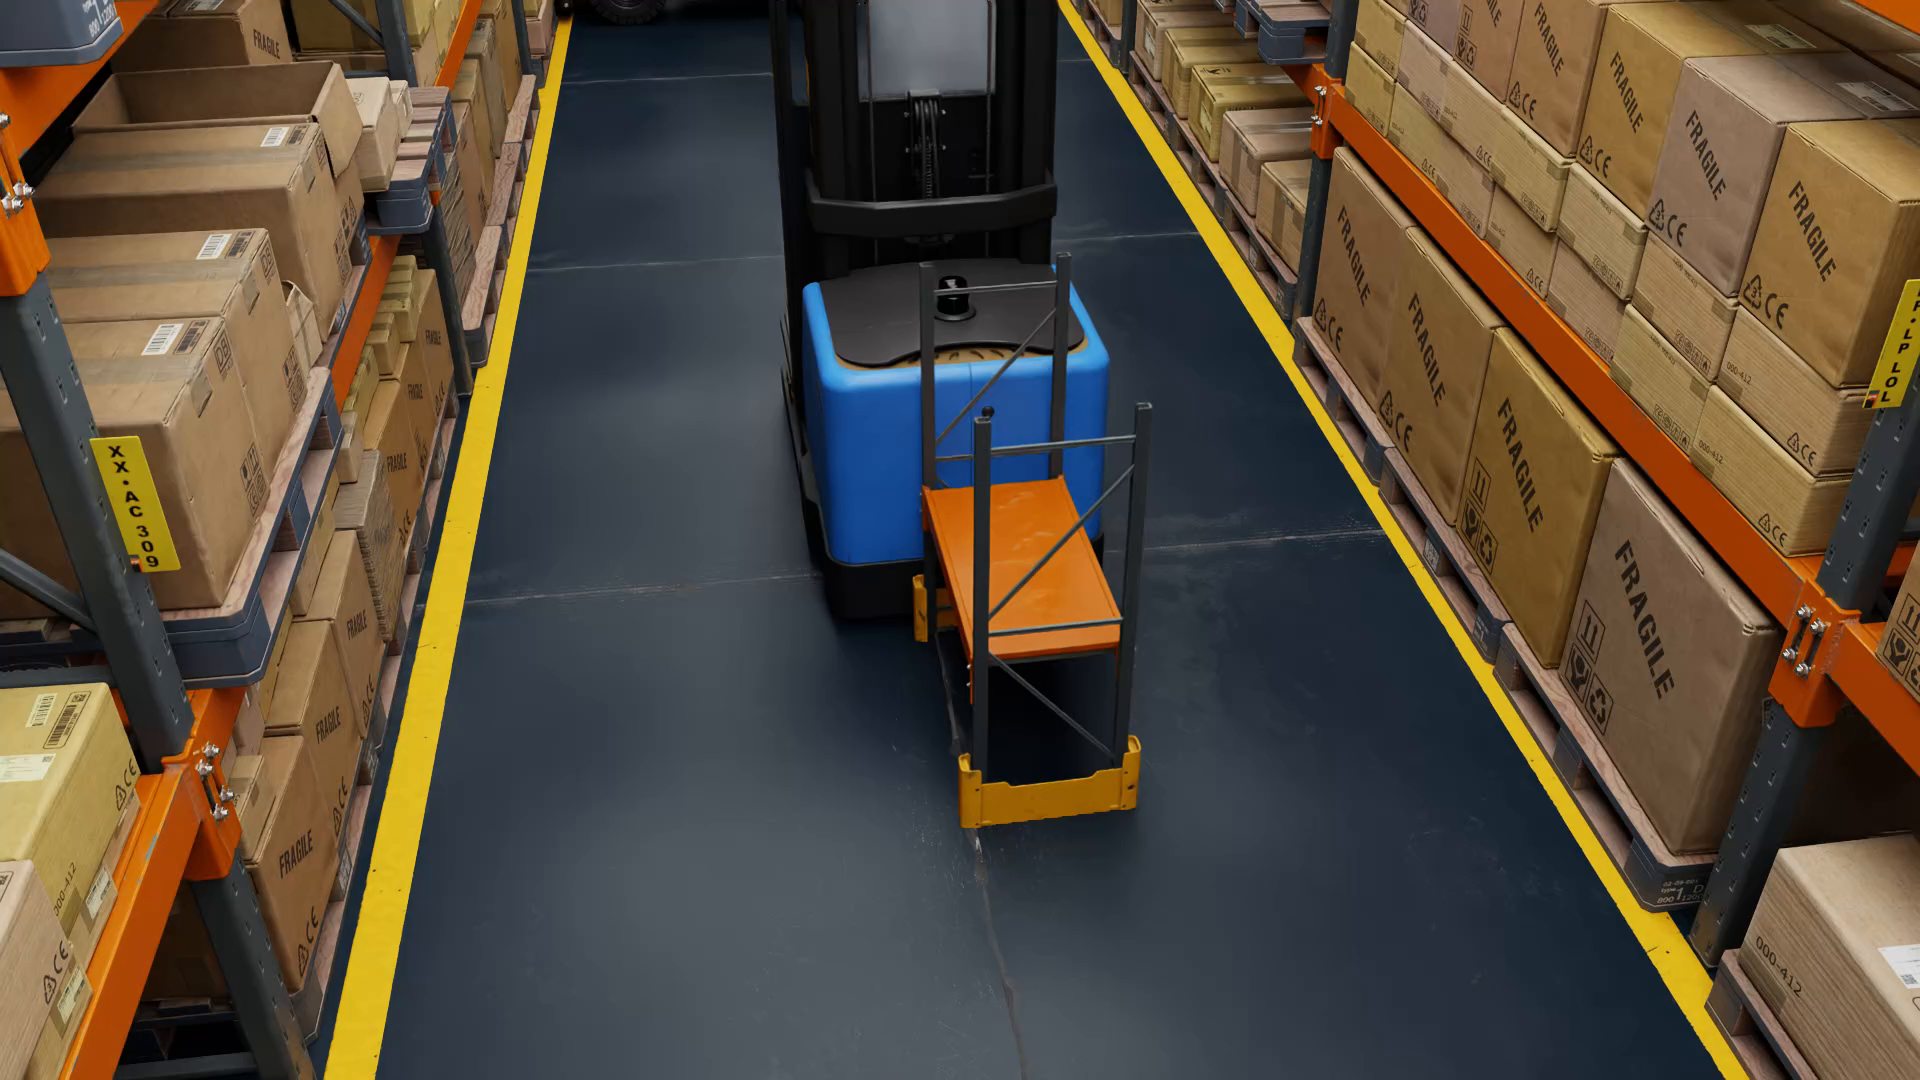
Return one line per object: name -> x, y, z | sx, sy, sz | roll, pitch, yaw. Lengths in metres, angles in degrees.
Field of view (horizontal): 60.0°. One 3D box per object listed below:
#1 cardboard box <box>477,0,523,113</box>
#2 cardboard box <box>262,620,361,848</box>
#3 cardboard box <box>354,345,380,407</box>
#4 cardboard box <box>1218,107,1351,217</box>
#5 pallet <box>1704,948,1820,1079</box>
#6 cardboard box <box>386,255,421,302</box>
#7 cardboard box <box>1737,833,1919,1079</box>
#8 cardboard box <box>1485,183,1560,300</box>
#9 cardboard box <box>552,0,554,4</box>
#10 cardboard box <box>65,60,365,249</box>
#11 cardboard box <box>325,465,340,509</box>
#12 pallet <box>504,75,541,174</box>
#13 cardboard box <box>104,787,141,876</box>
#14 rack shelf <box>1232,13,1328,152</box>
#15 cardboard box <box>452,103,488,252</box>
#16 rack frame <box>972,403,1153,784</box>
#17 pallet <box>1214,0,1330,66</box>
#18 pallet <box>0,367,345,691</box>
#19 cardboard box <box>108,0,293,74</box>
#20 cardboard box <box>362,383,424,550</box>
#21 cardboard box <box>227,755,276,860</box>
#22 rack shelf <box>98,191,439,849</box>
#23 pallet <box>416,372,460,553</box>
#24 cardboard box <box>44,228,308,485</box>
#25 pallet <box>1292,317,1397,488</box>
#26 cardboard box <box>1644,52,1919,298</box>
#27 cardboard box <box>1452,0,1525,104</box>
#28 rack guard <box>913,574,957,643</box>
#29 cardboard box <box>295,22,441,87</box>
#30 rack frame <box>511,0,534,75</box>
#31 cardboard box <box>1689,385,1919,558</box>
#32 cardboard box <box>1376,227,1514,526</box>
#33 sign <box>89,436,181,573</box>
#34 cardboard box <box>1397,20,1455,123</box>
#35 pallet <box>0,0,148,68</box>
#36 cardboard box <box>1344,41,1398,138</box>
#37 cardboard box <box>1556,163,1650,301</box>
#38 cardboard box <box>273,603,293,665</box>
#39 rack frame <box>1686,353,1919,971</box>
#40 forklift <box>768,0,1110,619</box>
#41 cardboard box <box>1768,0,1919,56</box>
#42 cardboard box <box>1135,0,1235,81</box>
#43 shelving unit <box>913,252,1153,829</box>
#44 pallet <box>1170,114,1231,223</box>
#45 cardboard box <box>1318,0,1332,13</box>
cardboard box -> -3.229, -3.033, 10.272 | 0.875, 0.625, 0.625 | -3, 34, -4
cardboard box -> -2.158, 0.610, 5.039 | 0.500, 0.500, 0.500 | -5, 35, -7
cardboard box -> -2.405, -0.600, 6.237 | 0.380, 0.149, 0.250 | -3, 34, -5
cardboard box -> 1.973, -2.091, 9.116 | 0.950, 0.372, 0.625 | -5, 35, -7
pallet -> 2.709, 1.538, 4.306 | 1.003, 0.211, 1.213 | -4, 35, -6
cardboard box -> -2.455, -1.051, 6.899 | 0.380, 0.149, 0.250 | -6, 35, -9
cardboard box -> 2.662, 1.199, 4.229 | 0.875, 0.438, 0.875 | -5, 35, -7
cardboard box -> 2.184, -1.069, 5.788 | 0.500, 0.250, 0.500 | -4, 35, -6
cardboard box -> -3.215, -4.031, 12.070 | 0.500, 0.250, 0.500 | -4, 34, -6
cardboard box -> -2.369, -1.218, 5.409 | 0.797, 0.503, 0.637 | -5, 35, -7
cardboard box -> -2.322, -0.168, 5.603 | 0.380, 0.149, 0.250 | -4, 35, -6
pallet -> -3.172, -2.570, 10.334 | 1.003, 0.211, 1.213 | -4, 35, -6
cardboard box -> -1.941, 0.596, 3.435 | 0.380, 0.149, 0.250 | -4, 34, -6
rack shelf -> 1.877, -3.095, 9.267 | 1.077, 0.370, 4.000 | -4, 35, -6
cardboard box -> -2.938, -1.804, 8.469 | 0.875, 0.625, 0.625 | -3, 34, -5
rack frame -> 0.288, 0.267, 5.026 | 0.500, 1.500, 0.032 | -6, 35, -8
pallet -> 1.945, -2.587, 8.053 | 1.213, 0.211, 1.003 | -4, 35, -6
pallet -> -2.233, -0.041, 4.317 | 1.003, 0.211, 1.213 | -4, 35, -6
cardboard box -> -2.858, -1.814, 6.287 | 0.500, 0.500, 0.500 | -3, 34, -4
cardboard box -> -2.372, -0.248, 6.296 | 0.500, 0.500, 0.500 | -3, 34, -4
cardboard box -> -2.019, 0.705, 4.323 | 0.380, 0.149, 0.250 | -3, 34, -4
rack shelf -> -2.503, -0.485, 5.437 | 1.077, 0.370, 4.000 | -4, 35, -6
pallet -> -2.709, -0.327, 7.042 | 1.003, 0.211, 1.213 | -4, 35, -6
cardboard box -> -2.147, -0.457, 4.296 | 0.700, 0.500, 0.500 | -4, 34, -6
pallet -> 2.177, -0.679, 7.558 | 1.003, 0.211, 1.213 | -4, 35, -6
cardboard box -> 2.298, -1.017, 4.603 | 0.500, 0.500, 0.500 | -4, 34, -5
cardboard box -> 2.101, -1.871, 5.856 | 0.500, 0.500, 0.500 | -3, 34, -5
rack guard -> 0.119, 0.230, 6.190 | 0.587, 0.250, 0.087 | -6, 35, -8
cardboard box -> -2.590, -2.103, 7.305 | 0.500, 0.250, 0.500 | -4, 35, -6
rack frame -> -3.310, -4.131, 10.148 | 1.000, 3.000, 0.127 | -4, 35, -6
cardboard box -> 2.374, -0.214, 4.533 | 0.500, 0.250, 0.500 | -5, 35, -8
cardboard box -> 2.272, -0.682, 6.601 | 0.875, 0.875, 0.875 | -4, 34, -6
sign -> -1.697, -0.070, 3.420 | 0.100, 0.325, 0.005 | -4, 35, -6
cardboard box -> 2.038, -1.831, 6.463 | 0.500, 0.250, 0.500 | -4, 34, -5
pallet -> -2.252, -1.198, 3.347 | 1.213, 0.211, 1.003 | -4, 35, -6
cardboard box -> 1.963, -1.922, 7.041 | 0.500, 0.250, 0.500 | -5, 35, -7
cardboard box -> 2.234, -0.984, 5.219 | 0.500, 0.250, 0.500 | -4, 34, -5
cardboard box -> -2.229, 0.262, 4.973 | 0.380, 0.149, 0.250 | -5, 35, -7
rack frame -> 2.684, -0.044, 4.152 | 1.000, 3.000, 0.127 | -4, 35, -6
forklift -> -0.213, -1.739, 6.700 | 1.130, 2.935, 3.031 | -6, 35, -8
cardboard box -> 2.749, -1.328, 5.059 | 0.500, 0.500, 0.500 | -5, 35, -8
cardboard box -> 1.681, -3.304, 10.895 | 0.950, 0.372, 0.625 | -4, 34, -6
shelving unit -> 0.203, -0.010, 5.432 | 0.587, 1.500, 1.083 | -6, 35, -8
pallet -> 1.882, -2.240, 9.849 | 1.003, 0.211, 1.213 | -4, 35, -6
cardboard box -> 1.869, -2.511, 7.622 | 0.380, 0.149, 0.250 | -3, 34, -5
